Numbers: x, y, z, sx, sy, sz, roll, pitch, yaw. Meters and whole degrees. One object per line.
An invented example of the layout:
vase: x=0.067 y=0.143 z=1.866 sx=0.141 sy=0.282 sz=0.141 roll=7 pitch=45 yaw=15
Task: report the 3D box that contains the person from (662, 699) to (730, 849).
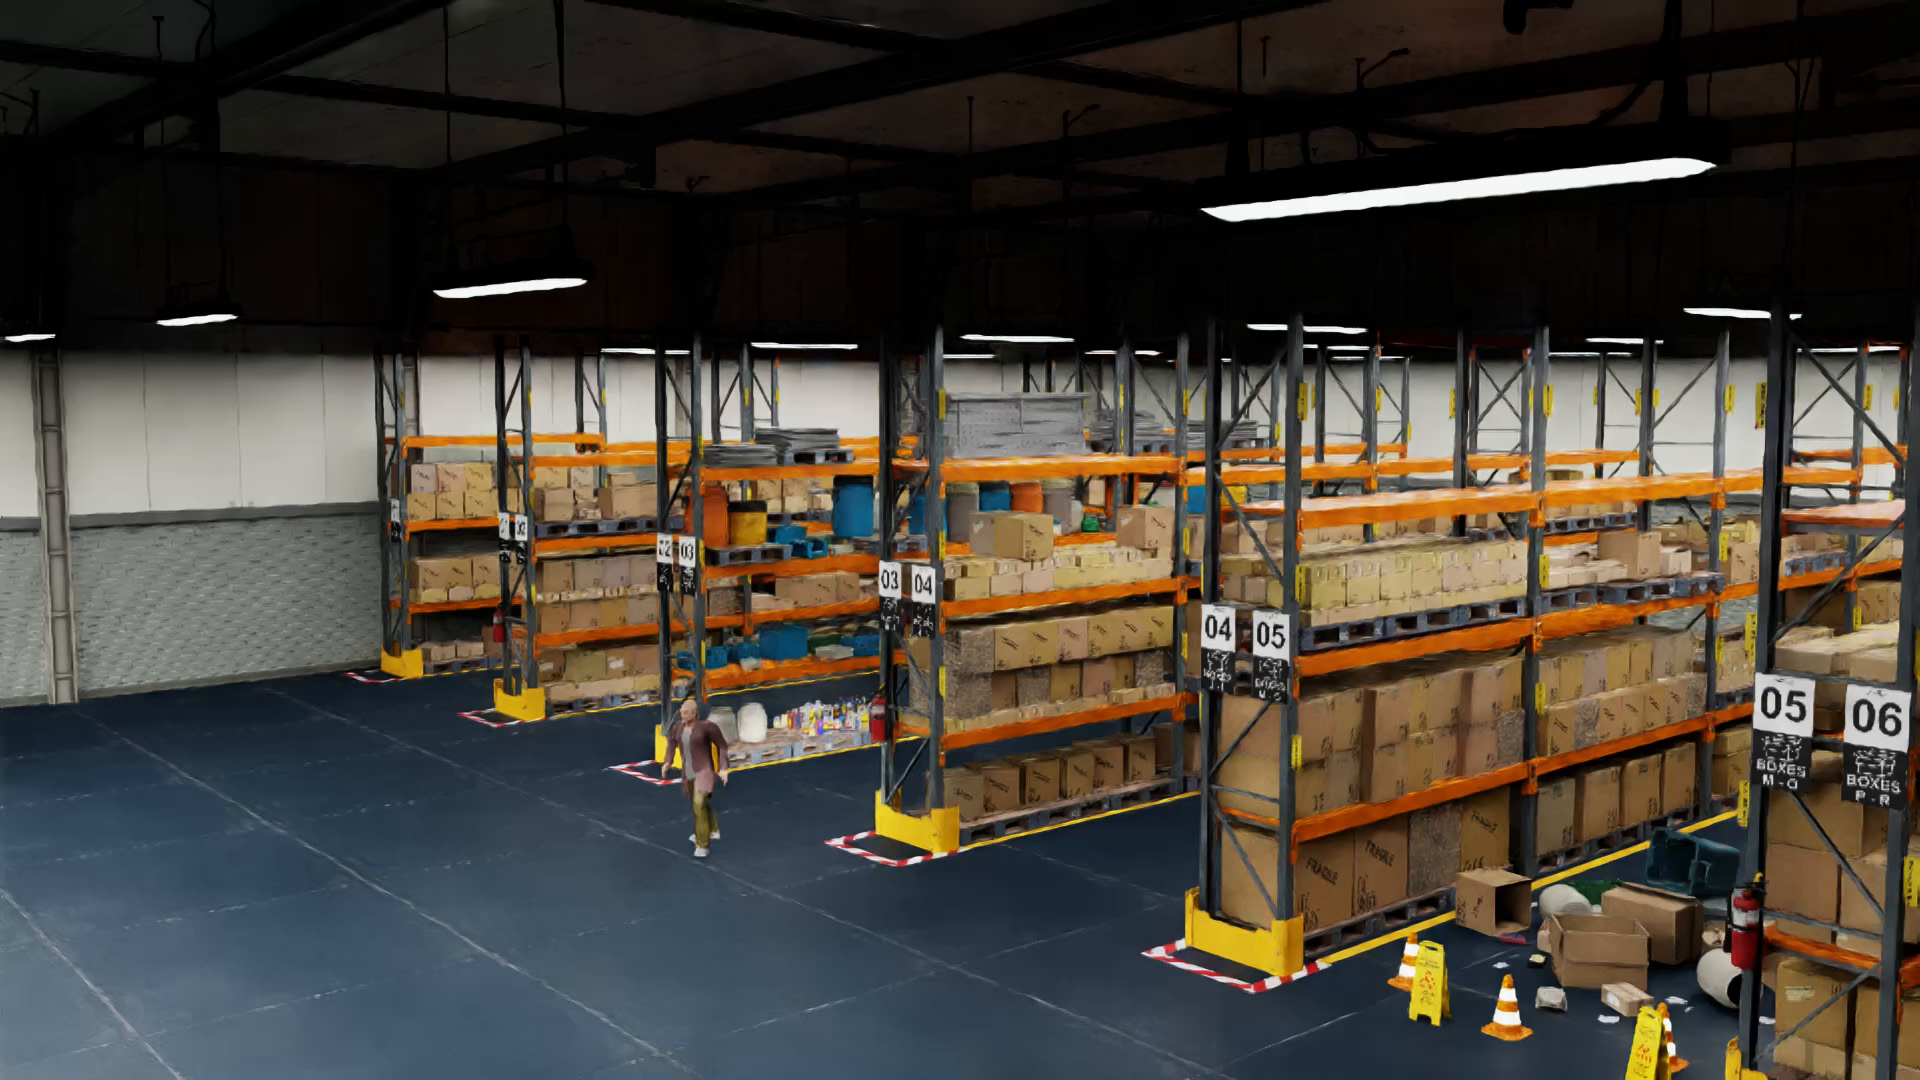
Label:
person: x=-2.930 y=2.570 z=18.591 sx=0.703 sy=1.635 sz=0.887 roll=3 pitch=6 yaw=33
